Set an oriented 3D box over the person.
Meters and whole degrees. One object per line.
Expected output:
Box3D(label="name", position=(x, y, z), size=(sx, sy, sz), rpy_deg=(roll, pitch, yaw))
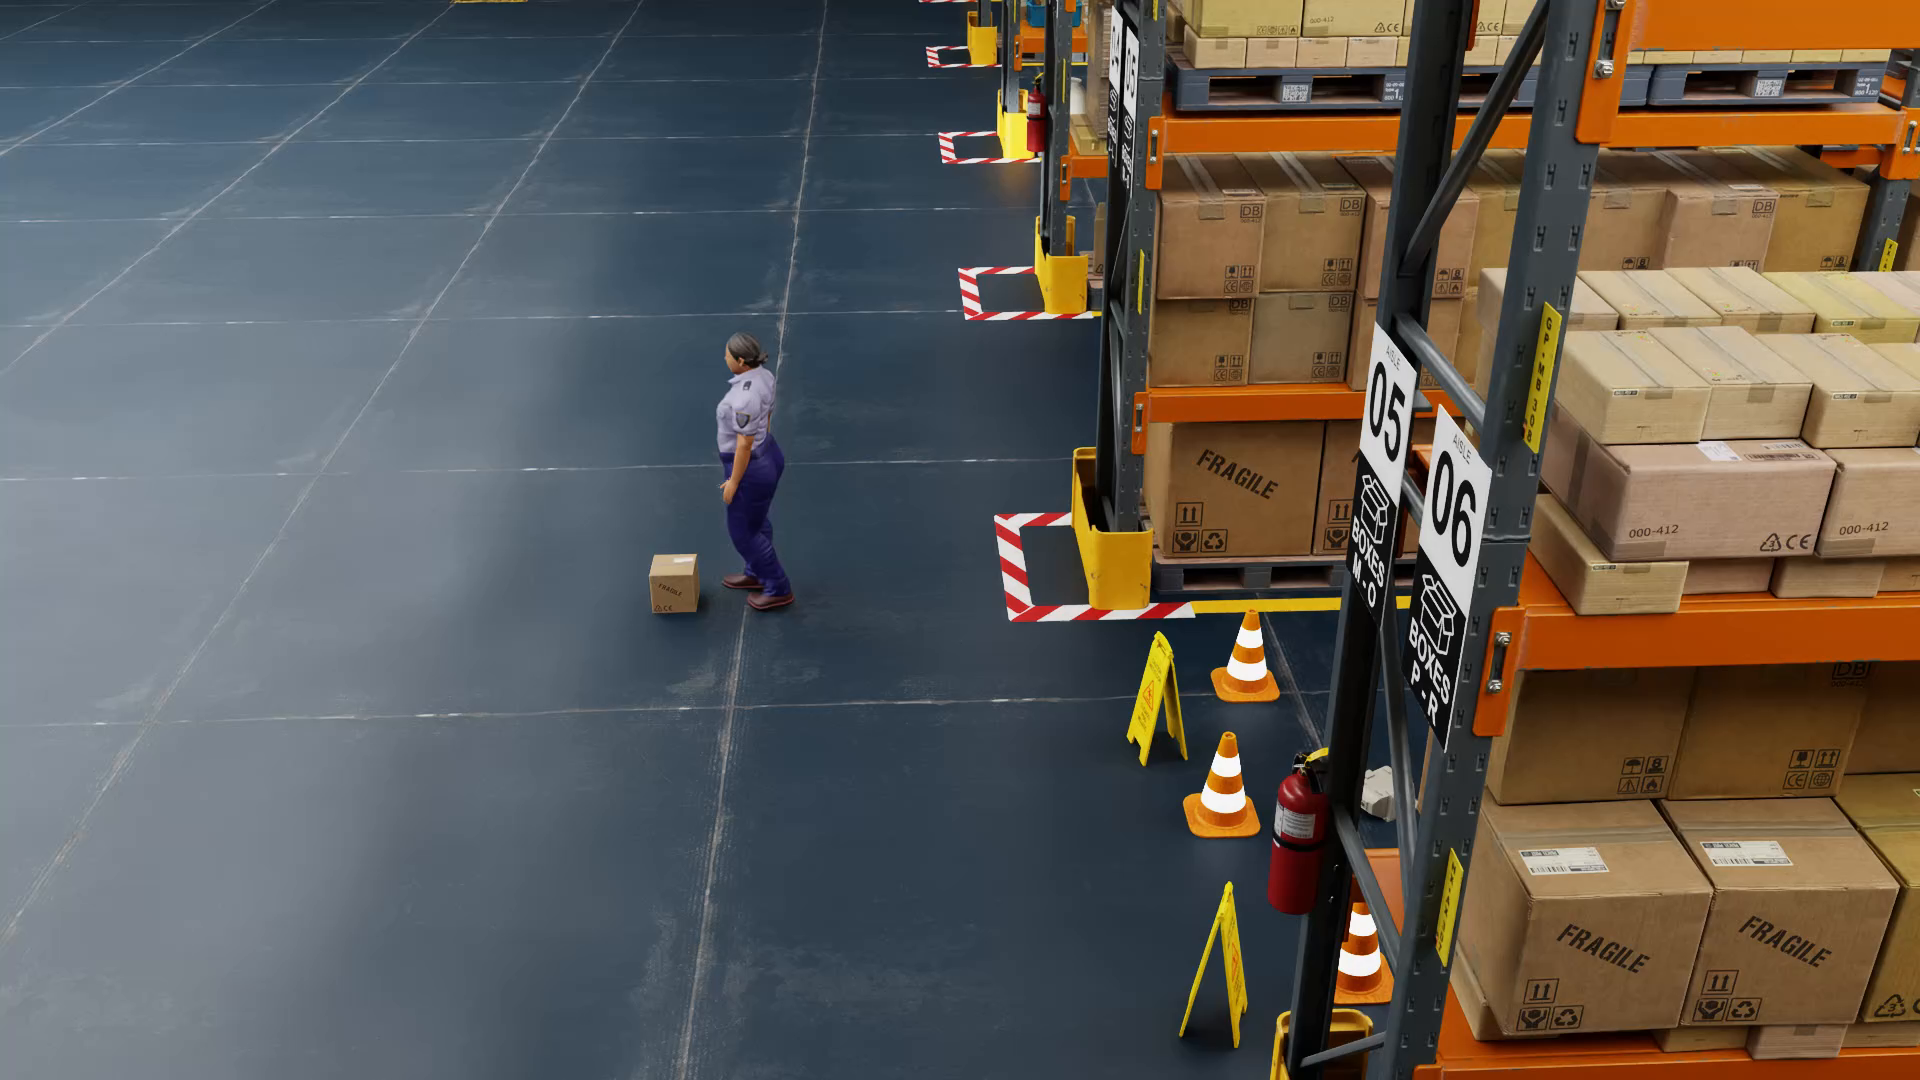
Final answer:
Box3D(label="person", position=(-1.184, -0.393, 9.362), size=(0.503, 1.656, 0.494), rpy_deg=(4, 28, 8))
